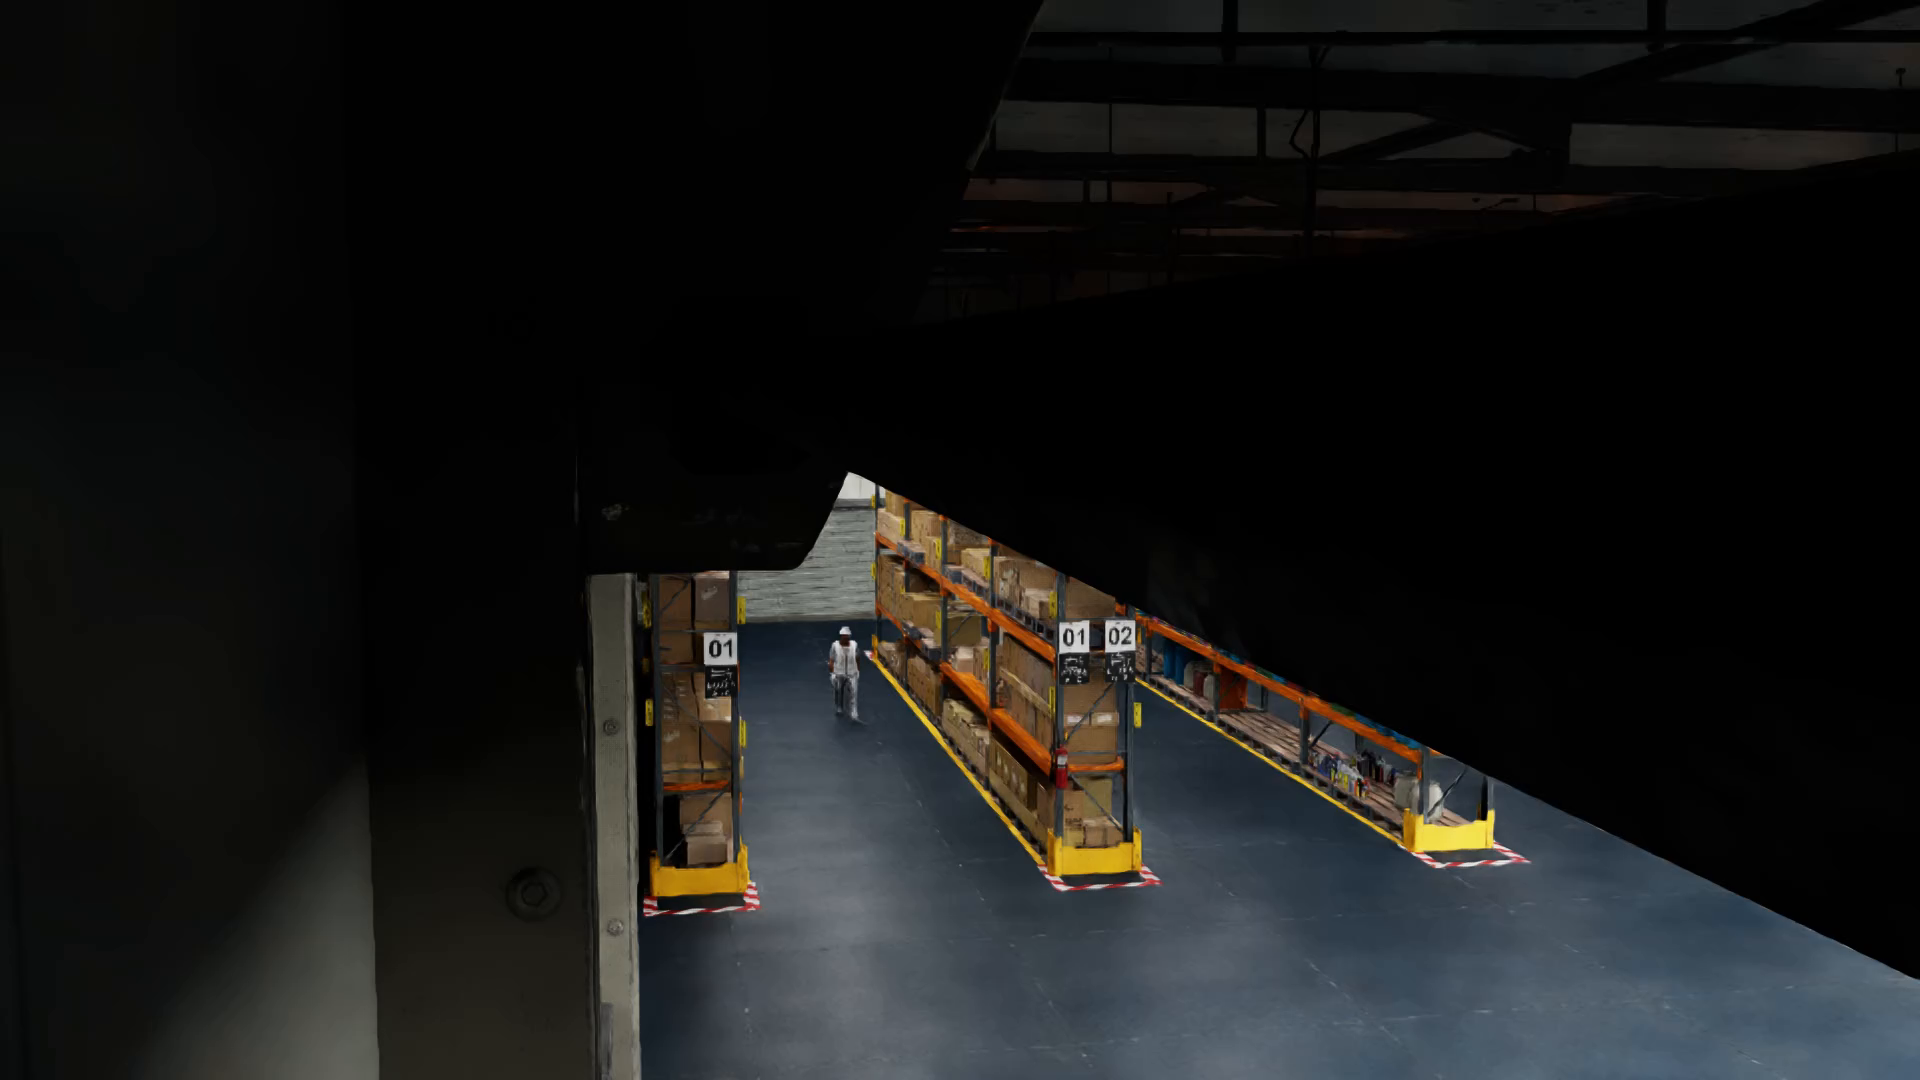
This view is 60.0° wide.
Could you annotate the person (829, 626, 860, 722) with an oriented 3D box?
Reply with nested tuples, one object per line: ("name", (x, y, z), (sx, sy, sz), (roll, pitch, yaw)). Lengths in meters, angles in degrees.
("person", (-2.076, 2.391, 30.007), (0.566, 1.706, 1.122), (-1, 6, -9))

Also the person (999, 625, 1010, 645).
("person", (0.952, 2.036, 33.058), (0.421, 1.791, 0.657), (-3, 6, -25))
